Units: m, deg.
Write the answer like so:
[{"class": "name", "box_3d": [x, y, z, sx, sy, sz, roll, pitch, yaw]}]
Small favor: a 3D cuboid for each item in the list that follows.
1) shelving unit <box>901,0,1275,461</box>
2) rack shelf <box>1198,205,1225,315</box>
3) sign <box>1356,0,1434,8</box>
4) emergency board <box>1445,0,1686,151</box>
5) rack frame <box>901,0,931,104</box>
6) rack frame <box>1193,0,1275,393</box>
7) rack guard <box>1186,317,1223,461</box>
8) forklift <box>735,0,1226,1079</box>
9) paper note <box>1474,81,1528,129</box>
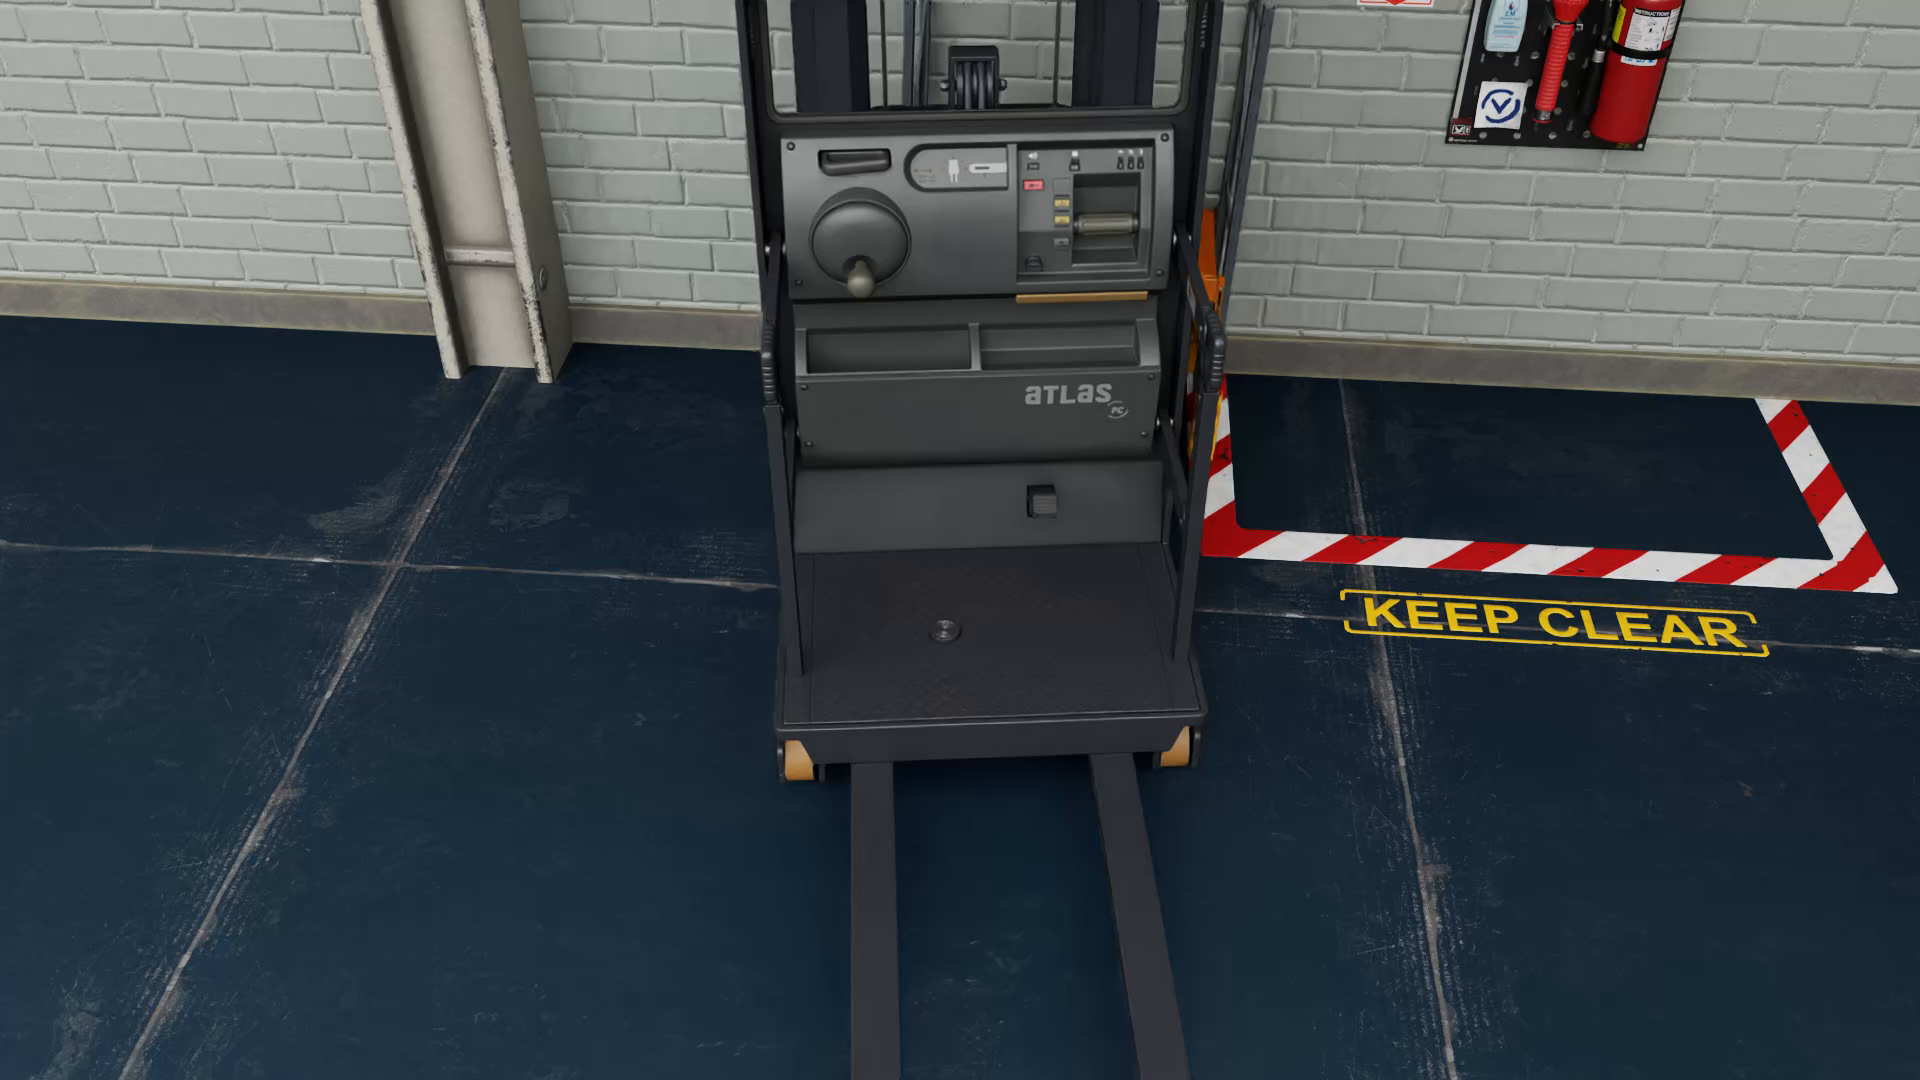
[{"class": "shelving unit", "box_3d": [0.362, -1.079, 5.327, 1.083, 1.500, 0.587, 5, 37, 3]}, {"class": "rack shelf", "box_3d": [0.345, -0.937, 5.435, 1.000, 0.185, 0.538, 5, 37, 3]}, {"class": "sign", "box_3d": [1.340, -1.772, 5.023, 0.234, 0.329, 0.001, 3, 39, 4]}, {"class": "emergency board", "box_3d": [1.882, -1.663, 4.917, 0.643, 1.169, 0.194, 3, 39, 4]}, {"class": "rack frame", "box_3d": [-0.153, -1.127, 5.354, 0.032, 1.500, 0.500, 5, 37, 3]}, {"class": "rack frame", "box_3d": [0.858, -1.034, 5.301, 0.032, 1.500, 0.500, 5, 37, 3]}, {"class": "rack guard", "box_3d": [0.831, -0.535, 5.677, 0.087, 0.250, 0.587, 5, 37, 3]}, {"class": "forklift", "box_3d": [0.058, -0.706, 3.795, 1.130, 2.935, 3.031, -2, 39, -2]}, {"class": "paper note", "box_3d": [1.711, -1.375, 5.261, 0.142, 0.148, 0.016, 3, 39, 4]}]
